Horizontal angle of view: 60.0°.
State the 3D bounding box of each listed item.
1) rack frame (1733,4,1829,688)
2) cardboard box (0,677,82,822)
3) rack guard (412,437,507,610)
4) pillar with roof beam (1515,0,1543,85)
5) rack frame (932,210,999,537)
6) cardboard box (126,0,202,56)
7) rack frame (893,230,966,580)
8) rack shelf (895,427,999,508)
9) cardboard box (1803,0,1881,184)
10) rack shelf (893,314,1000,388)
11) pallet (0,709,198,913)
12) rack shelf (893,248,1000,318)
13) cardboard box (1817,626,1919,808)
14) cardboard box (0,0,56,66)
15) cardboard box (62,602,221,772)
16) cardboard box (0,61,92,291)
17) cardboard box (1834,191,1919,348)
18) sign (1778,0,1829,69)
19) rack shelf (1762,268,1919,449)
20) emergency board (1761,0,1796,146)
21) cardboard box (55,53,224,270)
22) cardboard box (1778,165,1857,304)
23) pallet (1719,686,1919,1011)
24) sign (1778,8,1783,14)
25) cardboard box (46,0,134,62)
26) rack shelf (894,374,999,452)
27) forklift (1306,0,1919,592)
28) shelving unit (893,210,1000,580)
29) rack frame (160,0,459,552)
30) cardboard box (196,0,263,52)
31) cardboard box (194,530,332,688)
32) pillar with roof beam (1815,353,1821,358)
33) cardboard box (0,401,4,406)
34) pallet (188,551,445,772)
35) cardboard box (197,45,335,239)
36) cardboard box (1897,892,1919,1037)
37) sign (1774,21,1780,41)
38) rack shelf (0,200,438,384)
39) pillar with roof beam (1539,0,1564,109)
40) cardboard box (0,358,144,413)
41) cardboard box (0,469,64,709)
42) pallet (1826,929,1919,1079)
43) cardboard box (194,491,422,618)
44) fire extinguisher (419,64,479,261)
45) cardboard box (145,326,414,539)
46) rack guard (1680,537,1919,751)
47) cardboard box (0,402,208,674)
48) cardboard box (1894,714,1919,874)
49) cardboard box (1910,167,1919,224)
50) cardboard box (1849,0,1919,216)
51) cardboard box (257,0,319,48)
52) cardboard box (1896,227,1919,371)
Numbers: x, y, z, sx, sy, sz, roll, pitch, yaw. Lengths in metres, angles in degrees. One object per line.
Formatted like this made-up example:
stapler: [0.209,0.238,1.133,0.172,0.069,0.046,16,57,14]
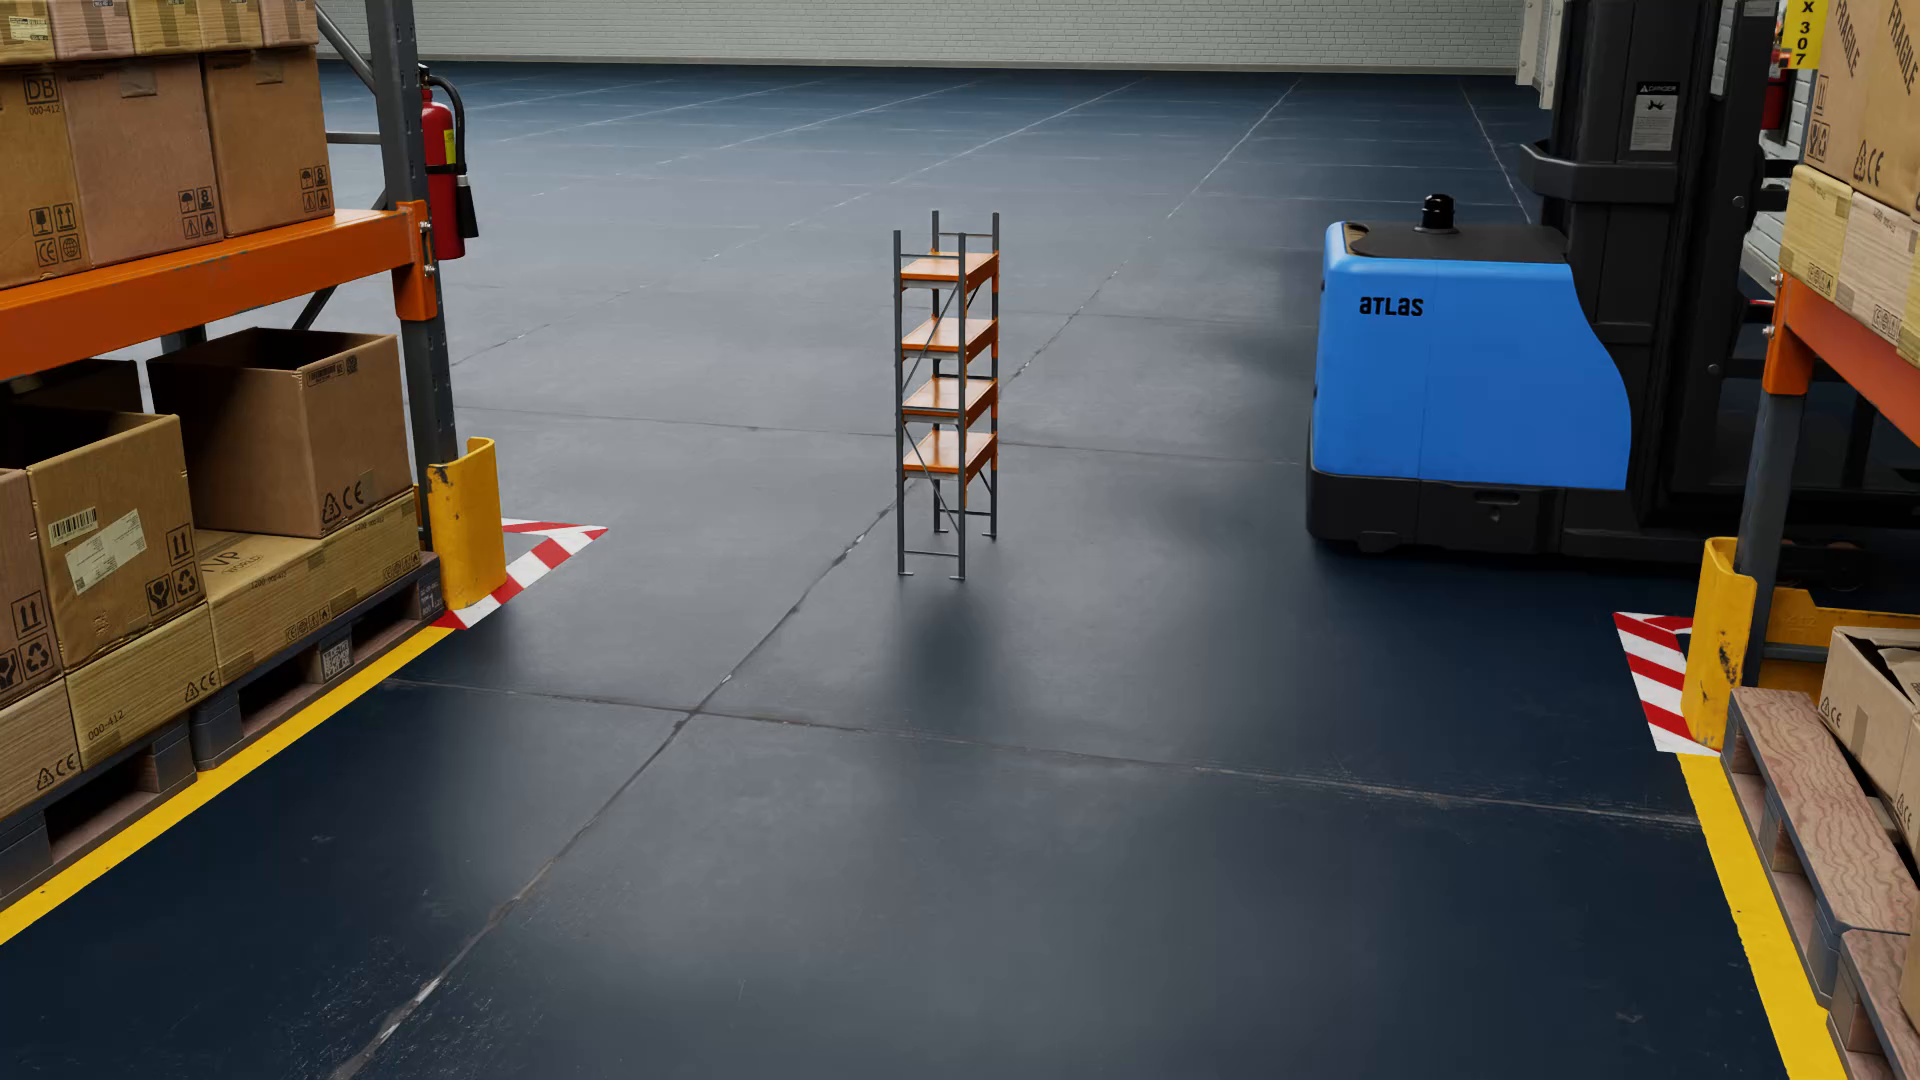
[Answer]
rack frame: [2.633,-0.884,4.135,1.000,3.000,0.127,5,19,13]
cardboard box: [-2.371,0.491,3.714,0.500,0.250,0.500,5,19,13]
rack guard: [-2.166,-0.099,5.703,1.175,0.500,0.348,5,19,13]
pillar with roof beam: [6.456,-13.178,30.848,9.100,9.000,0.400,5,19,13]
rack frame: [0.019,-0.592,6.066,0.240,1.200,0.015,5,19,13]
cardboard box: [-2.205,-1.331,4.286,0.380,0.149,0.250,4,19,13]
rack frame: [-0.100,-0.439,5.618,0.240,1.200,0.015,5,19,13]
rack shelf: [-0.040,-0.264,5.928,0.258,0.148,0.480,5,19,13]
cardboard box: [2.225,-1.051,3.666,0.500,0.500,0.500,5,19,13]
rack shelf: [-0.040,-0.664,5.791,0.258,0.148,0.480,5,19,13]
pallet: [-2.618,0.670,3.900,1.003,0.211,1.213,5,19,13]
rack shelf: [-0.040,-0.888,5.715,0.258,0.148,0.480,5,19,13]
cardboard box: [2.376,0.390,3.884,0.500,0.311,0.500,2,19,7]
cardboard box: [-2.333,-1.170,3.815,0.380,0.149,0.250,5,20,15]
cardboard box: [-2.247,0.334,4.172,0.500,0.250,0.500,5,19,13]
cardboard box: [-2.549,-0.856,3.898,0.700,0.500,0.500,5,19,14]
cardboard box: [2.092,-0.531,3.302,0.500,0.250,0.500,4,19,12]
sign: [2.106,-1.336,4.120,0.100,0.325,0.005,5,19,13]
rack shelf: [2.144,0.083,2.416,1.077,0.370,4.000,5,19,13]
emergency board: [5.407,-3.248,11.057,0.194,1.169,0.643,5,19,13]
cardboard box: [-2.422,-1.011,4.352,0.700,0.500,0.500,5,20,15]
cardboard box: [2.206,-0.695,3.782,0.500,0.250,0.500,4,19,12]
pallet: [2.381,0.711,3.779,1.003,0.211,1.213,5,19,13]
sign: [5.632,-3.681,11.447,0.001,0.109,0.331,5,19,13]
cardboard box: [-2.269,-1.253,4.056,0.380,0.149,0.250,5,19,14]
rack shelf: [-0.040,-0.452,5.863,0.258,0.148,0.480,5,19,13]
forklift: [2.834,-1.398,5.745,3.031,2.935,1.130,4,19,11]
shelving unit: [-0.040,-0.516,5.842,0.258,1.200,0.503,5,19,13]
rack frame: [-2.172,-1.274,5.277,1.000,3.000,0.127,5,19,13]
cardboard box: [-2.143,-1.411,4.521,0.380,0.149,0.250,5,20,15]
cardboard box: [-2.127,0.177,4.632,0.500,0.250,0.500,5,19,13]
pillar with roof beam: [0.592,-5.656,8.824,9.100,9.000,0.400,5,19,13]
cardboard box: [-2.749,-0.061,4.171,0.500,0.500,0.500,5,19,13]
pallet: [-2.318,0.288,5.016,1.003,0.211,1.213,5,19,13]
cardboard box: [-2.298,-1.176,4.835,0.700,0.500,0.500,5,19,13]
cardboard box: [2.009,0.705,2.669,0.700,0.500,0.500,3,19,10]
sign: [5.642,-3.430,11.535,0.001,0.329,0.234,5,19,13]
rack shelf: [-2.661,-0.307,3.558,1.077,0.370,4.000,5,19,13]
pillar with roof beam: [4.990,-11.298,25.342,9.100,9.000,0.400,5,19,13]
cardboard box: [-2.639,-0.219,4.632,0.500,0.500,0.500,5,19,13]
cardboard box: [-2.368,0.136,3.592,0.500,0.500,0.500,5,19,13]
pallet: [2.081,1.092,2.663,1.003,0.211,1.213,5,19,13]
cardboard box: [-2.016,0.020,5.093,0.500,0.250,0.500,5,19,13]
fire extinguisher: [-1.693,-1.238,5.291,0.296,0.674,0.183,5,19,13]
cardboard box: [-2.014,-0.335,4.971,0.500,0.500,0.500,5,19,13]
rack guard: [2.614,0.323,4.469,1.175,0.500,0.348,5,19,13]
cardboard box: [-2.244,-0.020,4.050,0.500,0.500,0.500,5,19,13]
cardboard box: [2.237,0.569,3.361,0.500,0.311,0.500,6,20,18]
cardboard box: [1.962,-0.736,2.742,0.500,0.500,0.500,4,19,12]
cardboard box: [2.094,-0.897,3.215,0.500,0.500,0.500,5,19,14]
cardboard box: [-2.080,-1.494,4.761,0.380,0.149,0.250,4,19,12]
cardboard box: [1.962,-0.372,2.836,0.500,0.250,0.500,4,19,13]
